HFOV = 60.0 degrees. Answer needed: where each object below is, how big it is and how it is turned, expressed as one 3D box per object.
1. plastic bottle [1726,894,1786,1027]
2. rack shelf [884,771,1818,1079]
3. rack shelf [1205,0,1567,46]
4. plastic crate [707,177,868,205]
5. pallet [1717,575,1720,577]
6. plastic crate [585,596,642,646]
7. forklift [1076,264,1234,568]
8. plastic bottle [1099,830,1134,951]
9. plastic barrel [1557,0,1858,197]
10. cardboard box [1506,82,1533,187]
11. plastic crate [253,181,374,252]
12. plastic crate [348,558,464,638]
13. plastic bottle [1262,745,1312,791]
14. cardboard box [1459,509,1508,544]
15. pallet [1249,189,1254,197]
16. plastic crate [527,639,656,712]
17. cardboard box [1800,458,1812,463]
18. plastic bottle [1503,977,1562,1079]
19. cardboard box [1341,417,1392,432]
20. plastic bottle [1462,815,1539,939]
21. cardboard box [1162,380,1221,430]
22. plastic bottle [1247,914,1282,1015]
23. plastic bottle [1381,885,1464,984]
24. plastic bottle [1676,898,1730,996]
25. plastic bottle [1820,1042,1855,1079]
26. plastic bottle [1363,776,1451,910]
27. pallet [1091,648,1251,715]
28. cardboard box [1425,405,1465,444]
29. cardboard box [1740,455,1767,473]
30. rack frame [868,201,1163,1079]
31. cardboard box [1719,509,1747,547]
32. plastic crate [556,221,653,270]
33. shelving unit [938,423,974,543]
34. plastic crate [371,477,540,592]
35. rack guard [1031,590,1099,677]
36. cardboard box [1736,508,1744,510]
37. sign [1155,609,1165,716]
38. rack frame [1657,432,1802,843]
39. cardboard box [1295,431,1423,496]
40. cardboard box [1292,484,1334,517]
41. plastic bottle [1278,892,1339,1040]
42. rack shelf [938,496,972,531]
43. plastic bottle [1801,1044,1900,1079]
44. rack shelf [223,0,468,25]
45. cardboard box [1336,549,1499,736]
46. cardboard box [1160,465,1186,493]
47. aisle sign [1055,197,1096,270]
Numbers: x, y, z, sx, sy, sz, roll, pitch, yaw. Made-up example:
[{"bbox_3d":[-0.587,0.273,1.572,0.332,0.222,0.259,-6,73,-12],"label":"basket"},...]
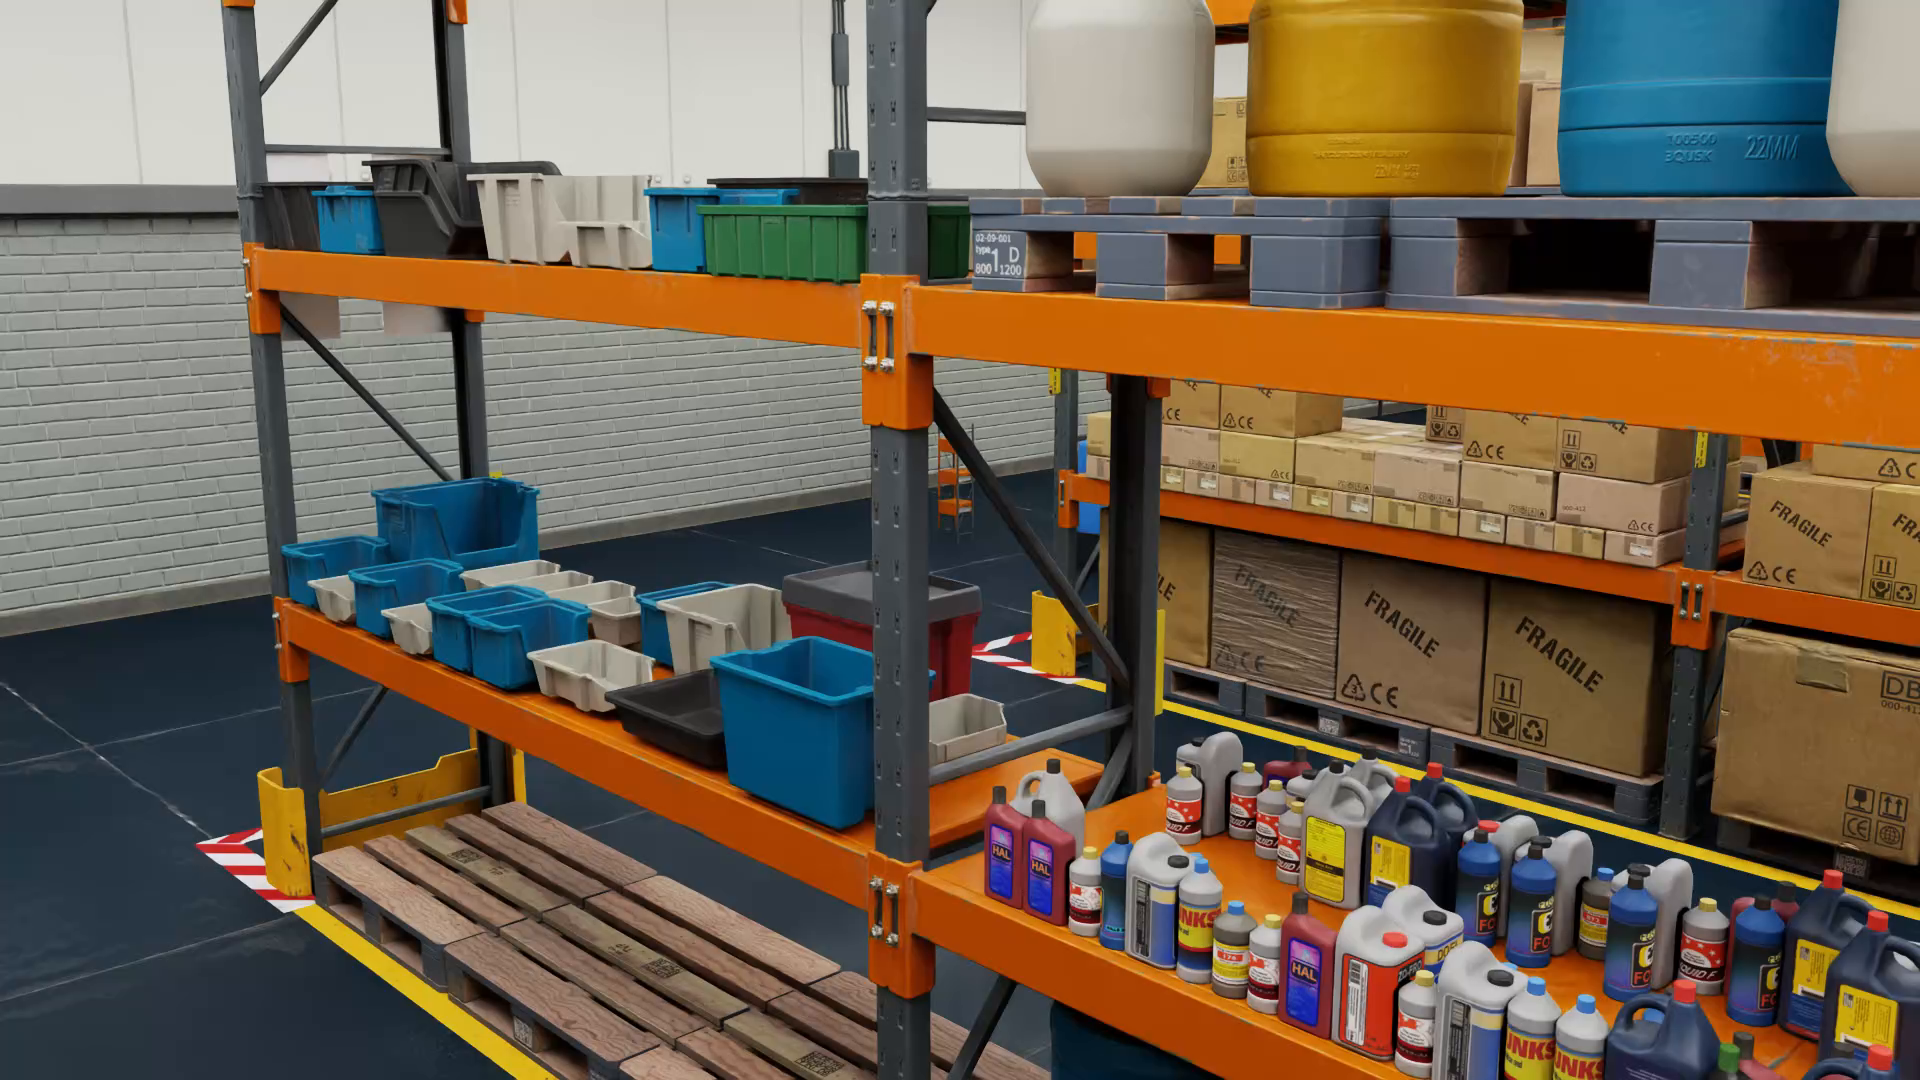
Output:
[{"bbox_3d":[1.685,0.882,3.516,0.097,0.271,0.097,0,12,0],"label":"plastic bottle"},{"bbox_3d":[1.559,1.229,3.294,1.077,0.370,4.000,-11,16,-43],"label":"rack shelf"},{"bbox_3d":[2.379,-2.787,8.913,1.077,0.370,4.000,-11,16,-43],"label":"rack shelf"},{"bbox_3d":[-0.482,-1.040,5.414,0.497,0.269,0.590,-11,16,-43],"label":"plastic crate"},{"bbox_3d":[6.081,0.313,12.869,1.003,0.211,1.213,-11,16,-43],"label":"pallet"},{"bbox_3d":[-1.273,0.317,6.444,0.298,0.136,0.250,-11,16,-43],"label":"plastic crate"},{"bbox_3d":[2.466,-1.125,13.110,3.031,2.935,1.130,7,14,32],"label":"forklift"},{"bbox_3d":[0.375,0.809,3.870,0.097,0.271,0.097,0,12,0],"label":"plastic bottle"},{"bbox_3d":[1.467,-1.108,3.137,0.600,0.901,0.708,-11,16,-43],"label":"plastic barrel"},{"bbox_3d":[2.808,-2.063,8.521,0.700,0.500,0.500,-10,15,-40],"label":"cardboard box"},{"bbox_3d":[-2.520,-1.309,6.721,0.497,0.269,0.590,-11,16,-43],"label":"plastic crate"},{"bbox_3d":[-2.198,0.232,6.619,0.416,0.233,0.300,-11,16,-43],"label":"plastic crate"},{"bbox_3d":[0.876,0.682,4.457,0.061,0.283,0.133,-11,16,-43],"label":"plastic bottle"},{"bbox_3d":[2.780,-0.094,8.555,0.380,0.149,0.250,-11,16,-42],"label":"cardboard box"},{"bbox_3d":[2.364,-1.830,9.145,1.003,0.211,1.213,-11,16,-43],"label":"pallet"},{"bbox_3d":[-1.242,0.473,5.689,0.293,0.136,0.466,-11,16,-43],"label":"plastic crate"},{"bbox_3d":[4.280,-0.124,7.832,0.500,0.500,0.500,-11,16,-42],"label":"cardboard box"},{"bbox_3d":[1.082,0.958,3.145,0.097,0.271,0.097,0,12,0],"label":"plastic bottle"},{"bbox_3d":[2.226,-0.579,9.923,0.500,0.250,0.500,11,16,43],"label":"cardboard box"},{"bbox_3d":[1.284,0.785,3.974,0.152,0.276,0.135,-11,16,-43],"label":"plastic bottle"},{"bbox_3d":[1.479,-0.948,9.855,0.500,0.500,0.500,11,16,44],"label":"cardboard box"},{"bbox_3d":[0.669,0.906,3.575,0.097,0.201,0.097,0,12,0],"label":"plastic bottle"},{"bbox_3d":[0.971,0.880,3.512,0.152,0.276,0.135,-11,16,-43],"label":"plastic bottle"},{"bbox_3d":[1.637,0.888,3.659,0.097,0.201,0.097,0,12,0],"label":"plastic bottle"},{"bbox_3d":[1.539,1.012,2.853,0.061,0.283,0.133,-11,16,-43],"label":"plastic bottle"},{"bbox_3d":[1.073,0.745,3.985,0.144,0.351,0.185,-11,16,-43],"label":"plastic bottle"},{"bbox_3d":[1.606,0.783,10.590,1.003,0.211,1.213,-11,16,-43],"label":"pallet"},{"bbox_3d":[2.917,-0.798,9.130,0.500,0.500,0.500,11,16,43],"label":"cardboard box"},{"bbox_3d":[8.693,-0.938,17.341,0.875,0.438,0.875,11,16,43],"label":"cardboard box"},{"bbox_3d":[0.178,0.585,4.638,1.000,3.000,0.127,-11,16,-43],"label":"rack frame"},{"bbox_3d":[3.796,-0.072,8.448,0.380,0.149,0.250,-11,16,-42],"label":"cardboard box"},{"bbox_3d":[-0.976,-0.888,5.006,0.293,0.136,0.466,-11,16,-43],"label":"plastic crate"},{"bbox_3d":[-0.037,-0.522,14.843,0.215,1.050,0.252,-11,16,-43],"label":"shelving unit"},{"bbox_3d":[-2.218,-0.023,7.351,0.616,0.435,0.499,-11,16,-43],"label":"plastic crate"},{"bbox_3d":[0.981,0.532,11.091,1.175,0.500,0.348,-11,16,-43],"label":"rack guard"},{"bbox_3d":[5.937,-0.130,12.657,0.380,0.149,0.250,-11,16,-42],"label":"cardboard box"},{"bbox_3d":[0.577,0.373,4.981,0.100,0.325,0.005,-11,16,-43],"label":"sign"},{"bbox_3d":[3.760,-0.105,7.988,1.000,3.000,0.127,-11,16,-43],"label":"rack frame"},{"bbox_3d":[2.206,-0.429,9.196,0.500,0.250,0.500,-11,16,-44],"label":"cardboard box"},{"bbox_3d":[2.067,-0.244,9.284,0.250,0.149,0.380,11,16,44],"label":"cardboard box"},{"bbox_3d":[0.736,0.885,3.473,0.061,0.283,0.133,-11,16,-43],"label":"plastic bottle"},{"bbox_3d":[-0.037,-0.239,14.902,0.215,0.259,0.240,-11,16,-43],"label":"rack shelf"},{"bbox_3d":[1.483,0.998,2.758,0.144,0.351,0.185,-11,16,-43],"label":"plastic bottle"},{"bbox_3d":[-1.203,-2.097,5.563,1.077,0.370,4.000,-11,16,-43],"label":"rack shelf"},{"bbox_3d":[2.740,0.491,9.320,0.875,0.875,0.875,-11,16,-43],"label":"cardboard box"},{"bbox_3d":[1.359,-0.394,10.011,0.250,0.149,0.380,11,16,44],"label":"cardboard box"},{"bbox_3d":[0.731,-1.931,10.408,0.394,0.787,0.004,-11,16,-43],"label":"aisle sign"}]
